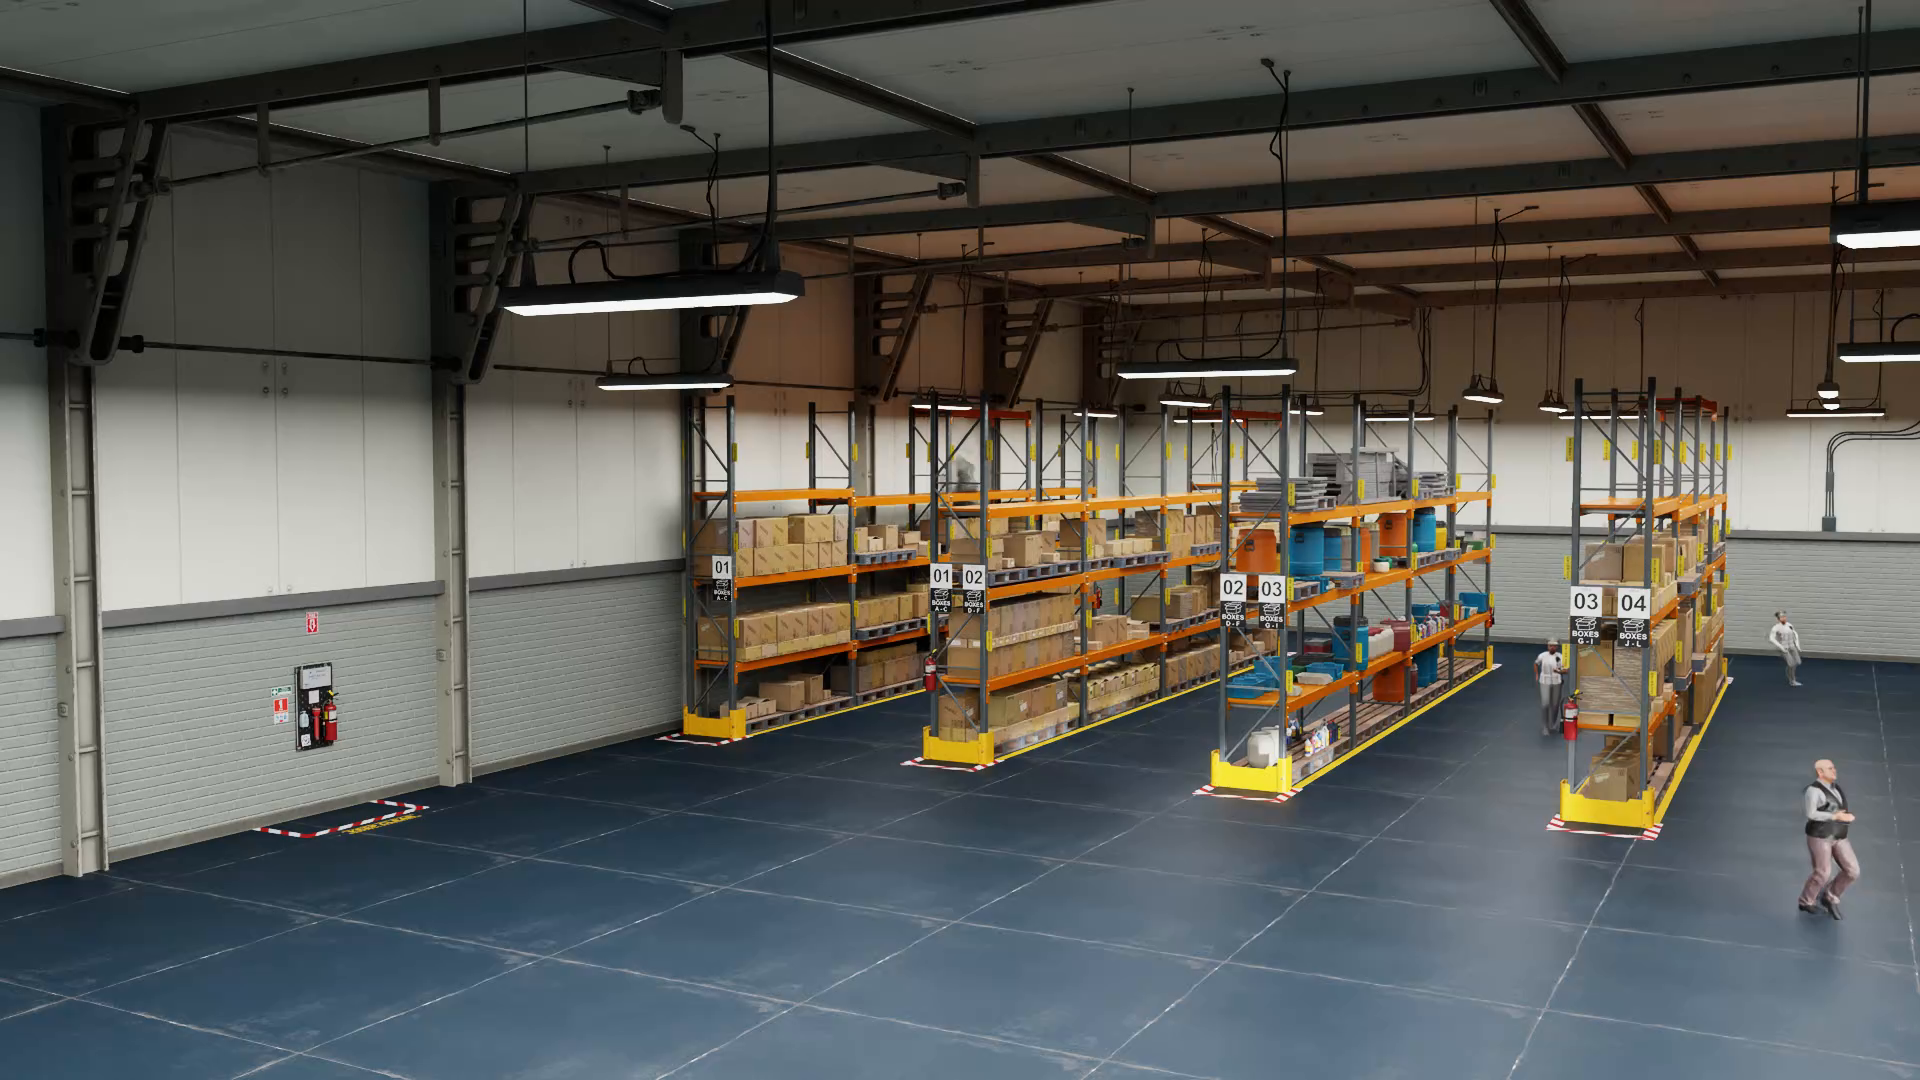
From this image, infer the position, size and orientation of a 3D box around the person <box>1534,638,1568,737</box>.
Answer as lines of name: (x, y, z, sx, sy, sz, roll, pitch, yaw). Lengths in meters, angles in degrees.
person: (10.503, 2.601, 29.563, 0.546, 1.758, 0.770, 1, 3, 15)

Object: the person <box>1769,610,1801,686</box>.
person: (17.681, 2.319, 35.581, 0.658, 1.600, 0.514, 0, 3, -7)

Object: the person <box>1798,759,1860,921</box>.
person: (9.305, 3.216, 17.764, 0.640, 1.738, 0.669, -1, 3, -25)
